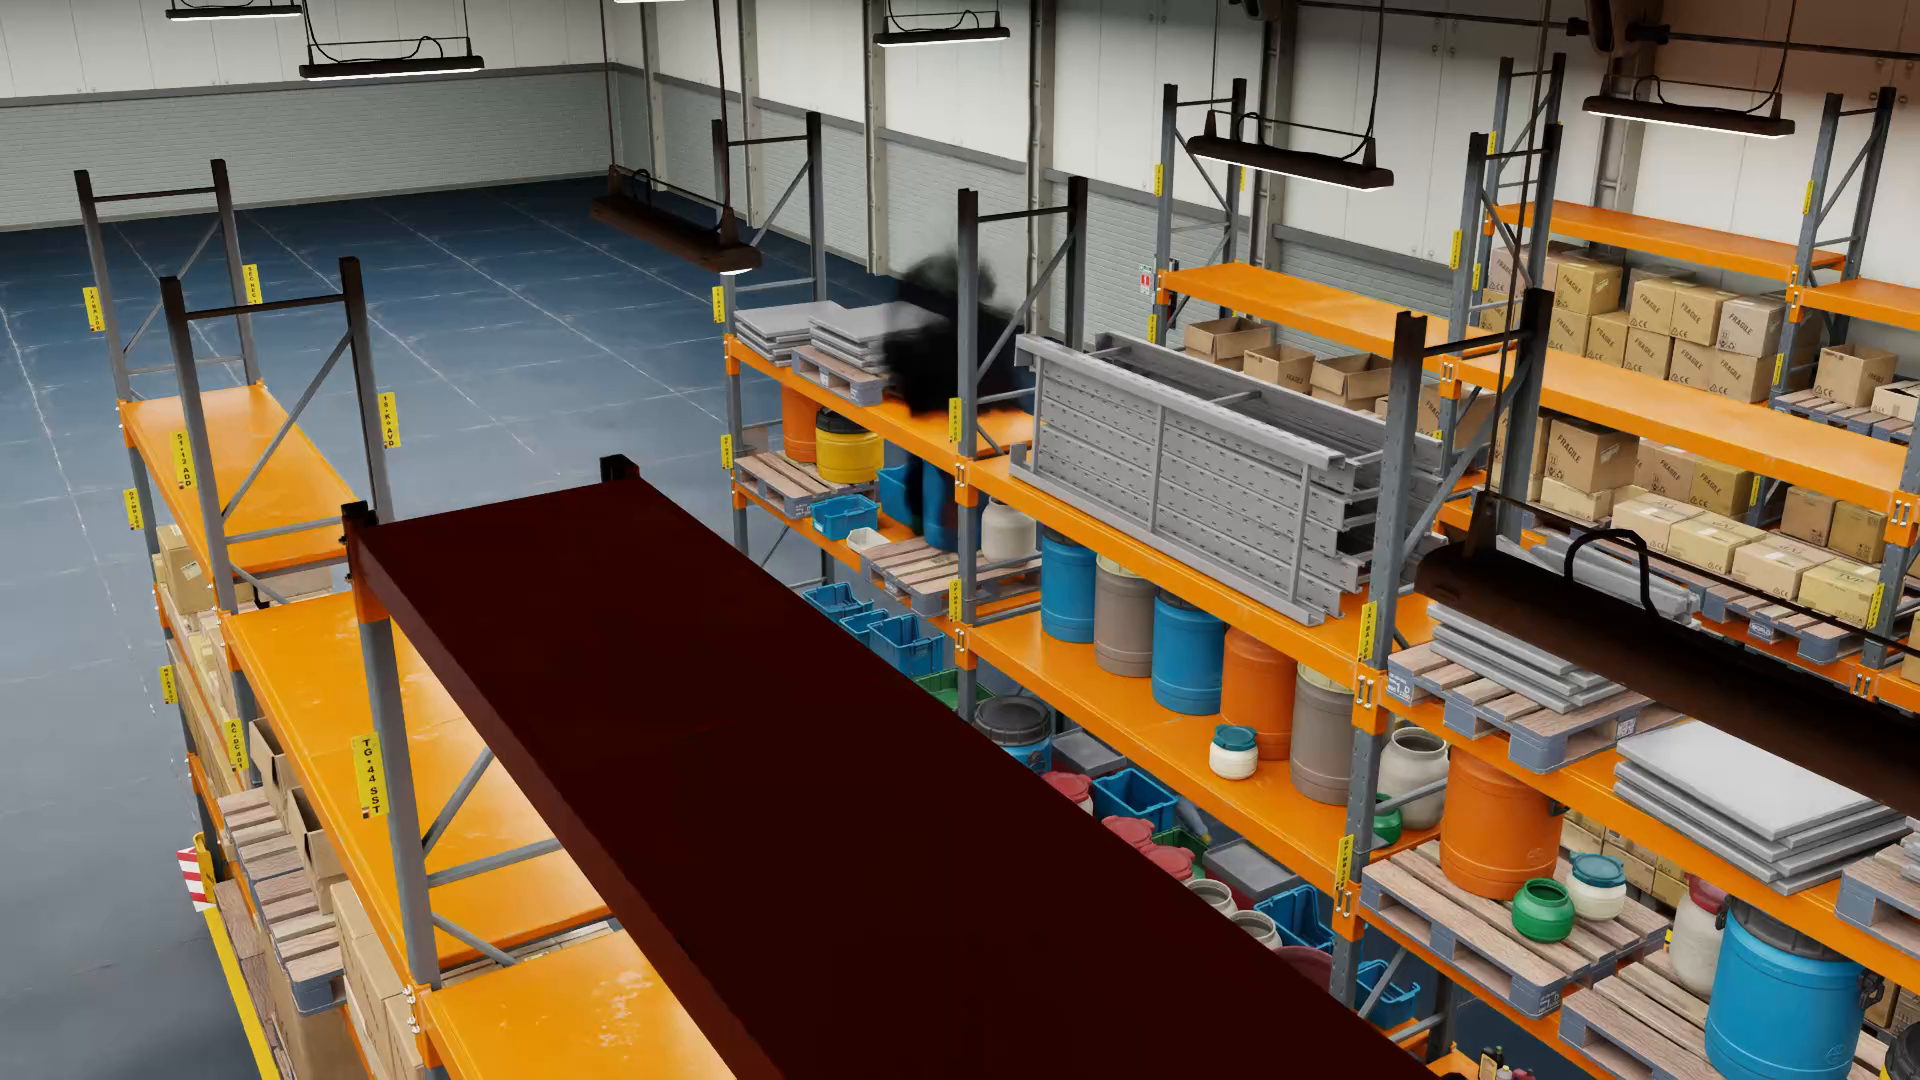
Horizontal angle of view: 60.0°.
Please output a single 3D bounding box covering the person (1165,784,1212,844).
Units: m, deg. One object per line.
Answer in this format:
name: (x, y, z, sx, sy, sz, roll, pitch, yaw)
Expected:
person: (1.978, 1.809, 13.793, 0.698, 1.730, 0.547, -13, 25, -29)
